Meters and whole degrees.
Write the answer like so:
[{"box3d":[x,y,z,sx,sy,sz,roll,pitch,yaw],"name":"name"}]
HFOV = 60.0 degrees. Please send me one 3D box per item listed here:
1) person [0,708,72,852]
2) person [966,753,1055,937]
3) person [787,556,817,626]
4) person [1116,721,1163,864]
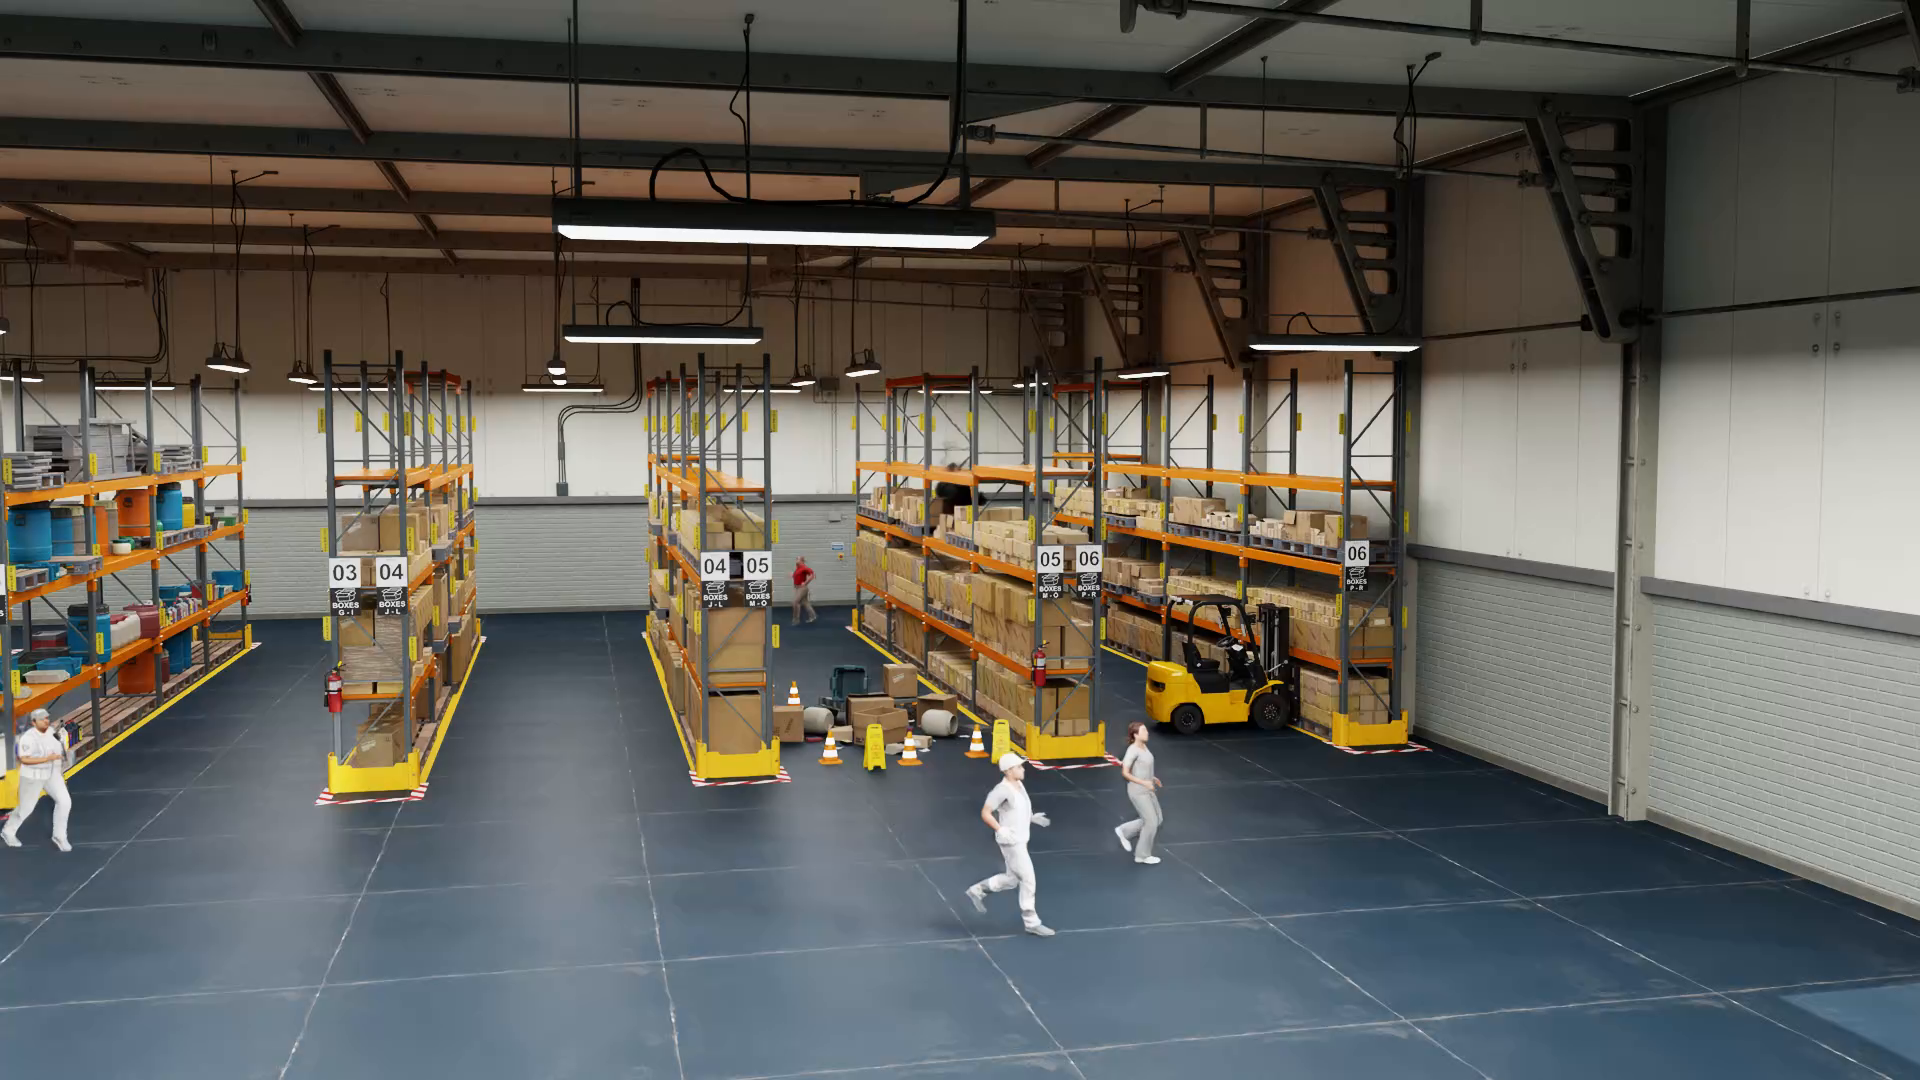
[{"box3d":[-10.835,2.827,19.550,0.881,1.705,0.611,2,4,22],"name":"person"},{"box3d":[0.483,2.981,16.369,0.930,1.786,0.656,1,4,16],"name":"person"},{"box3d":[-3.908,1.311,41.359,0.796,1.722,0.658,-1,4,-16],"name":"person"},{"box3d":[2.024,2.869,18.971,0.594,1.617,0.561,2,5,29],"name":"person"}]
